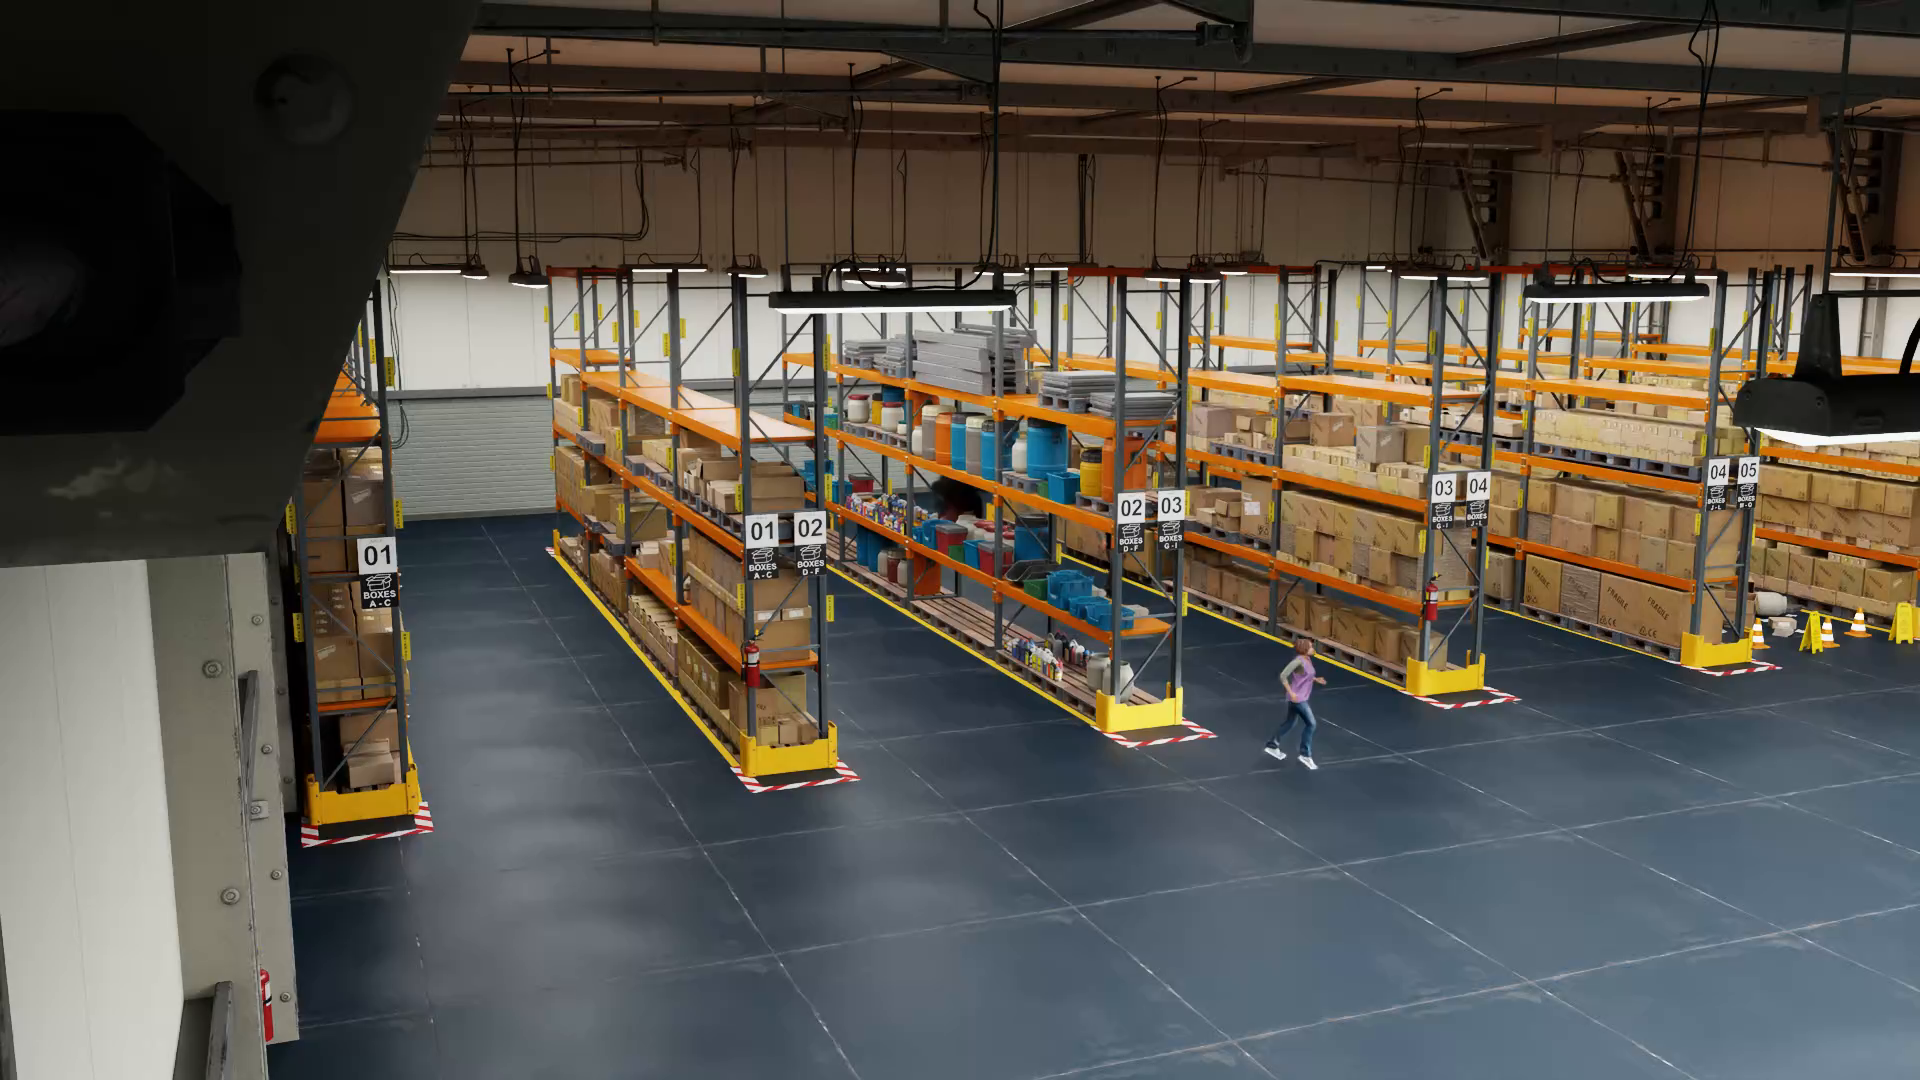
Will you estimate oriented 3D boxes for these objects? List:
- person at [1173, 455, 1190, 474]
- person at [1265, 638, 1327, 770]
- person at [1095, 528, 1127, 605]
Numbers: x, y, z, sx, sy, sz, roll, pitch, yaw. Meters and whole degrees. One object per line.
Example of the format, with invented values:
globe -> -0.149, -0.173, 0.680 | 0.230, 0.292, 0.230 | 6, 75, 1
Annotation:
person -> 5.593, -1.765, 41.758 | 0.615, 1.725, 0.675 | -7, 12, -35
person -> 4.159, 2.002, 20.578 | 0.724, 1.639, 0.530 | 3, 10, 15
person -> 2.726, 0.237, 28.745 | 0.625, 1.834, 0.736 | -8, 13, -38
